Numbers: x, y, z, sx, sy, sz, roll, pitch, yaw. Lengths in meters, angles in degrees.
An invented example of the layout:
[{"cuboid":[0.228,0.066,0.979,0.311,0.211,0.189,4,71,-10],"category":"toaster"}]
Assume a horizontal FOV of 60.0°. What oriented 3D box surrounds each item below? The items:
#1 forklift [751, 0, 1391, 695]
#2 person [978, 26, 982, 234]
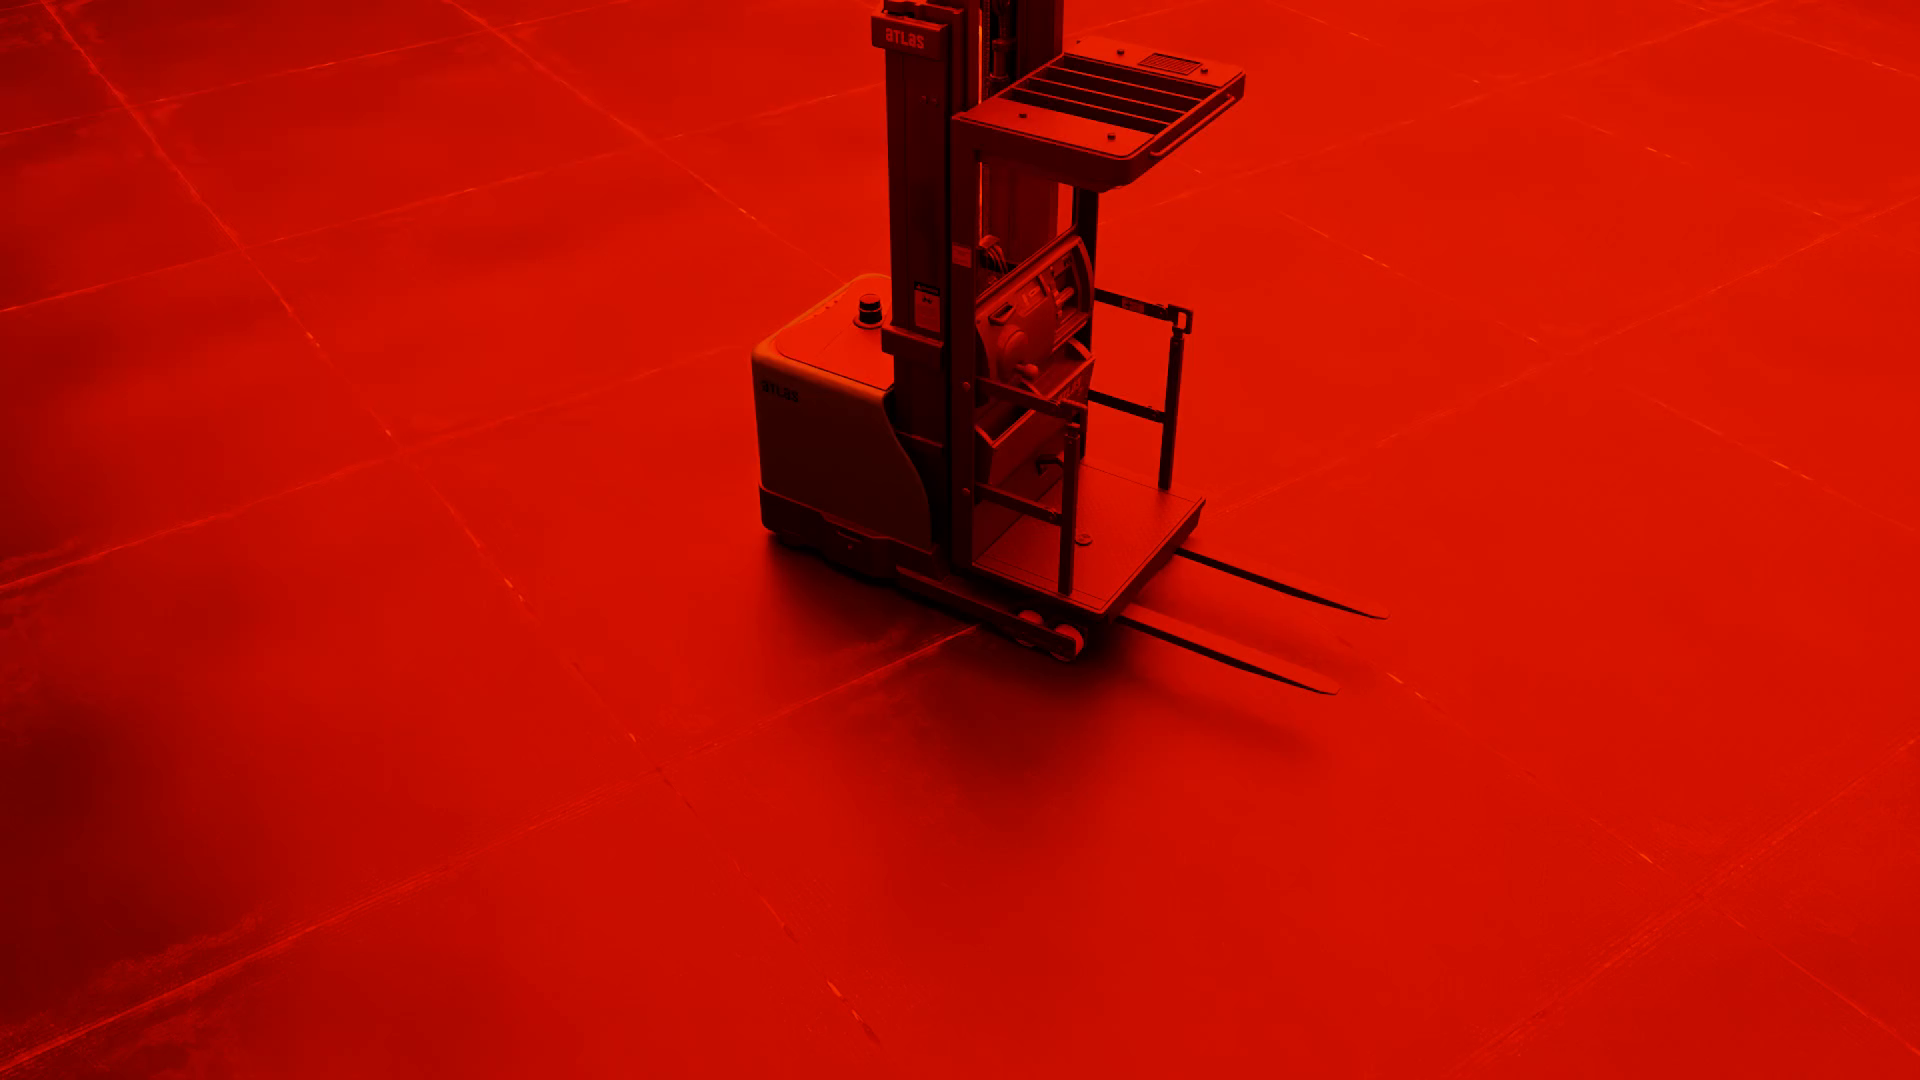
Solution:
[{"cuboid":[0.514,-0.985,7.276,3.031,2.935,1.130,21,41,26],"category":"forklift"},{"cuboid":[-0.095,-2.691,10.533,0.637,1.789,0.562,-17,40,-21],"category":"person"}]
